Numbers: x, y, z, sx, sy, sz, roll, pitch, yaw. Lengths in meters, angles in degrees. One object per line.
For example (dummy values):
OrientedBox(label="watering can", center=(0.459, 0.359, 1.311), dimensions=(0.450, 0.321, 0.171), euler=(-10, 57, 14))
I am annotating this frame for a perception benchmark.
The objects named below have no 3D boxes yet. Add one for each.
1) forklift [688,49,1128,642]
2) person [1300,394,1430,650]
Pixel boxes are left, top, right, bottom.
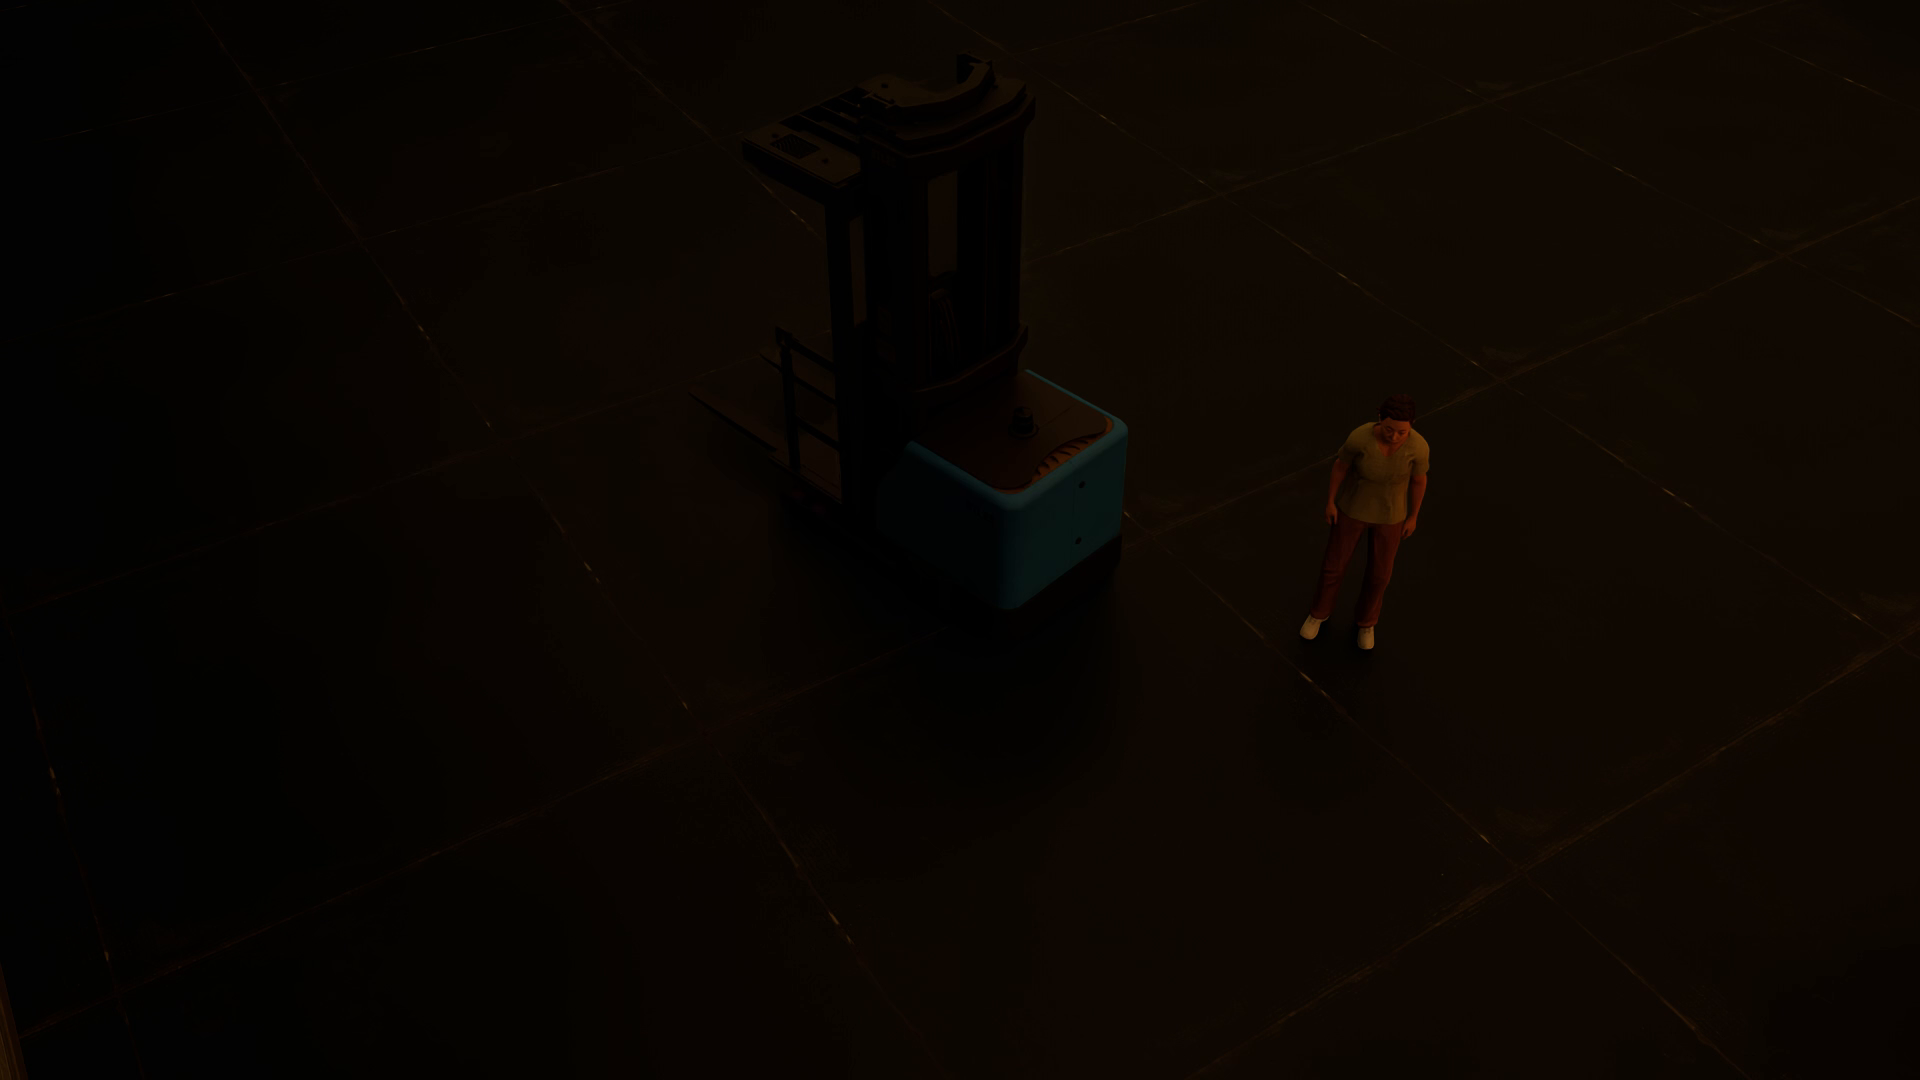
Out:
OrientedBox(label="forklift", center=(-0.462, -1.385, 9.455), dimensions=(3.031, 2.935, 1.130), euler=(32, 51, 31))
OrientedBox(label="person", center=(2.214, -0.125, 8.972), dimensions=(0.509, 1.671, 0.359), euler=(10, 42, 11))
